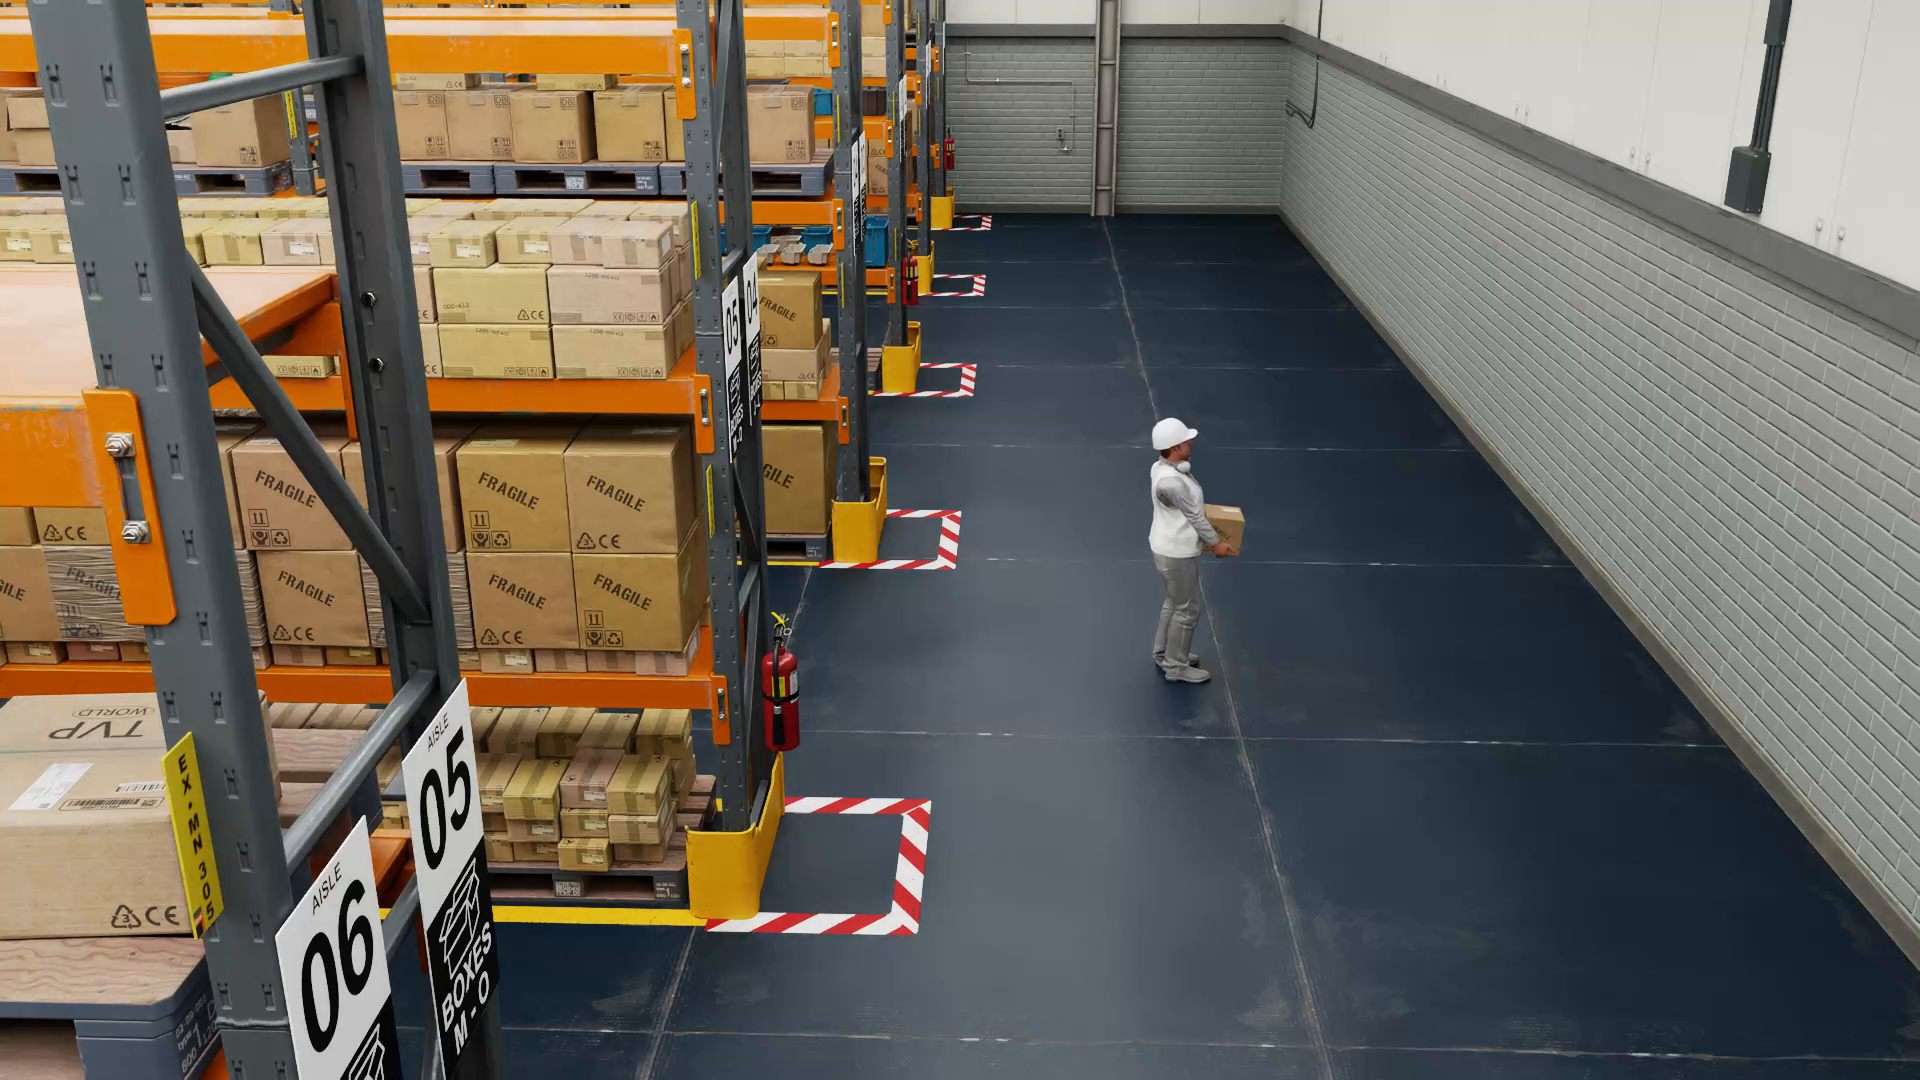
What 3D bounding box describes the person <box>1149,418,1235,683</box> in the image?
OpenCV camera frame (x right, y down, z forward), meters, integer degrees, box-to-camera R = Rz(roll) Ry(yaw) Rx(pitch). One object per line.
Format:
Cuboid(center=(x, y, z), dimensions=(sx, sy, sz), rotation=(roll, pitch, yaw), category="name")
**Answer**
Cuboid(center=(1.507, 0.057, 10.904), dimensions=(0.556, 1.762, 0.494), rotation=(1, 21, 2), category="person")
